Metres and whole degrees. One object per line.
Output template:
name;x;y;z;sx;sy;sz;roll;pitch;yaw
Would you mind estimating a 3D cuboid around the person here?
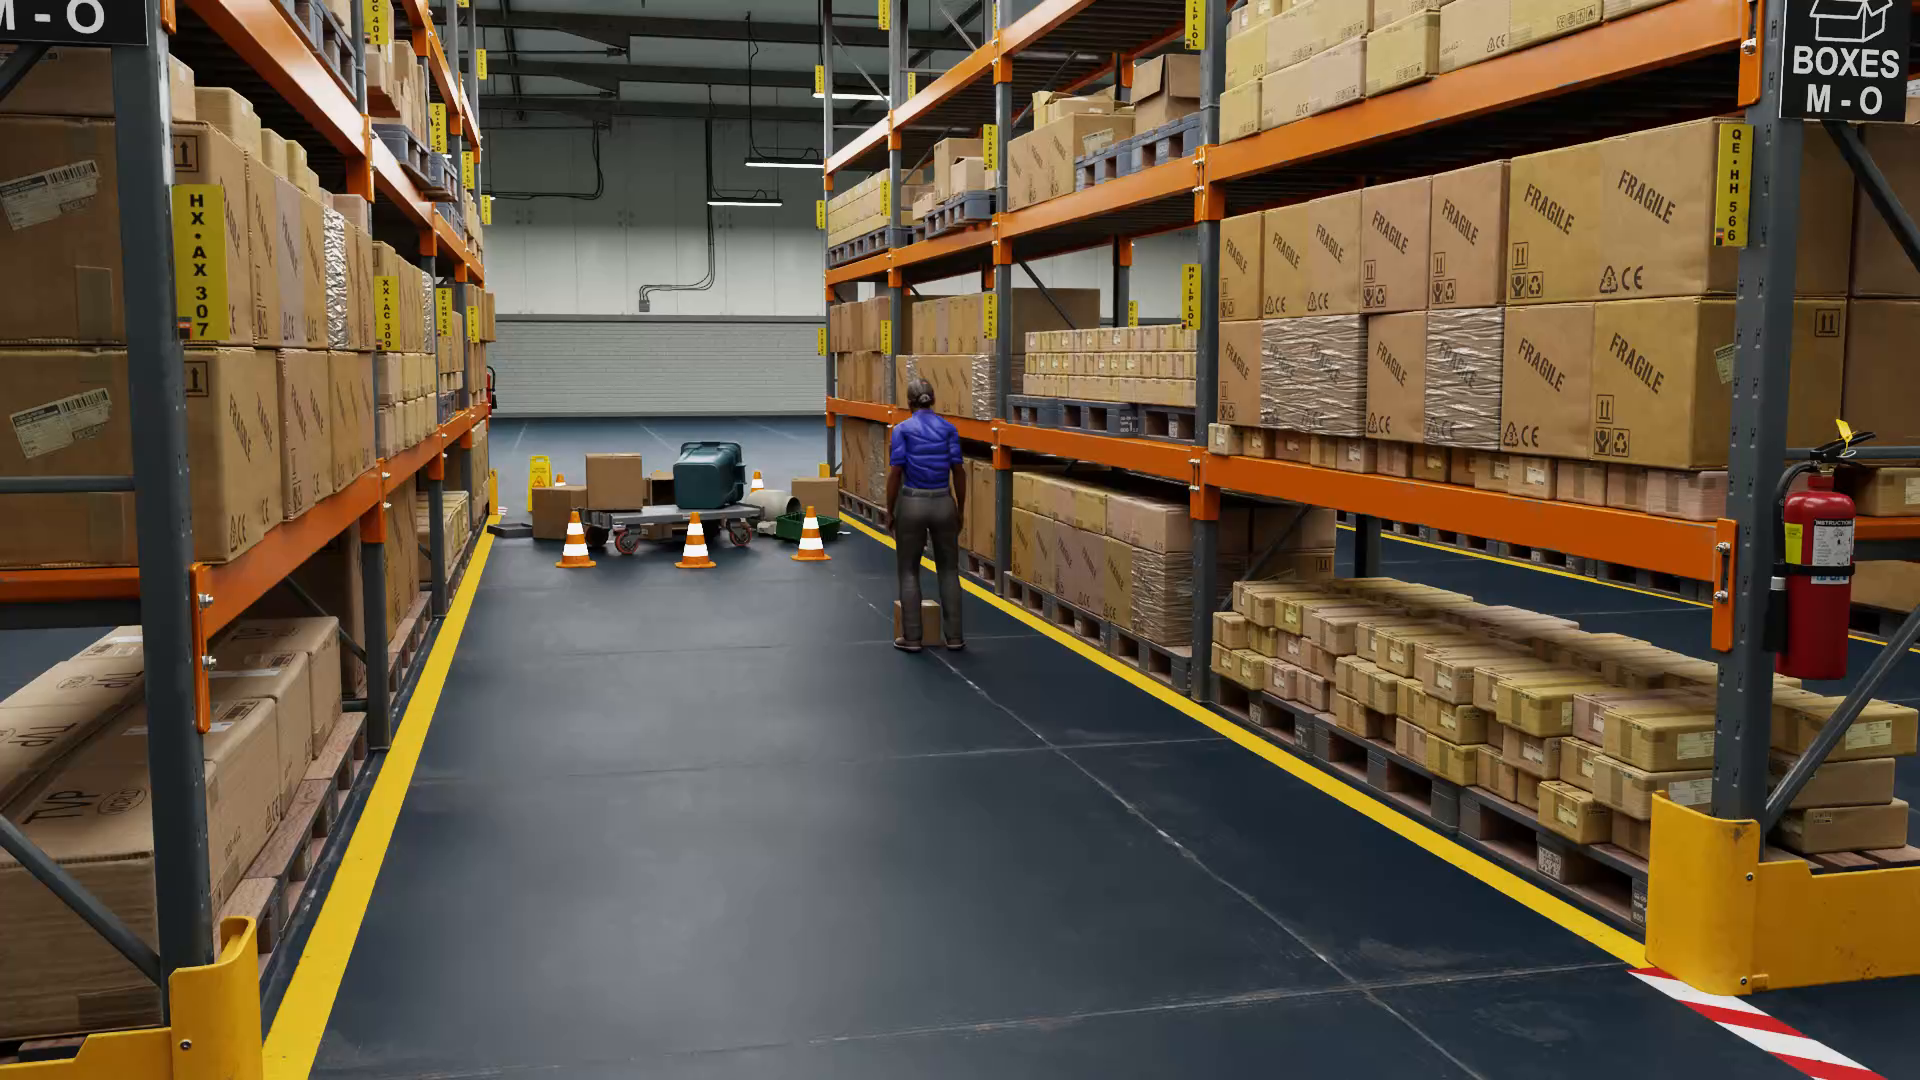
person;-0.200;-0.154;10.115;0.509;1.655;0.350;-2;6;-14
